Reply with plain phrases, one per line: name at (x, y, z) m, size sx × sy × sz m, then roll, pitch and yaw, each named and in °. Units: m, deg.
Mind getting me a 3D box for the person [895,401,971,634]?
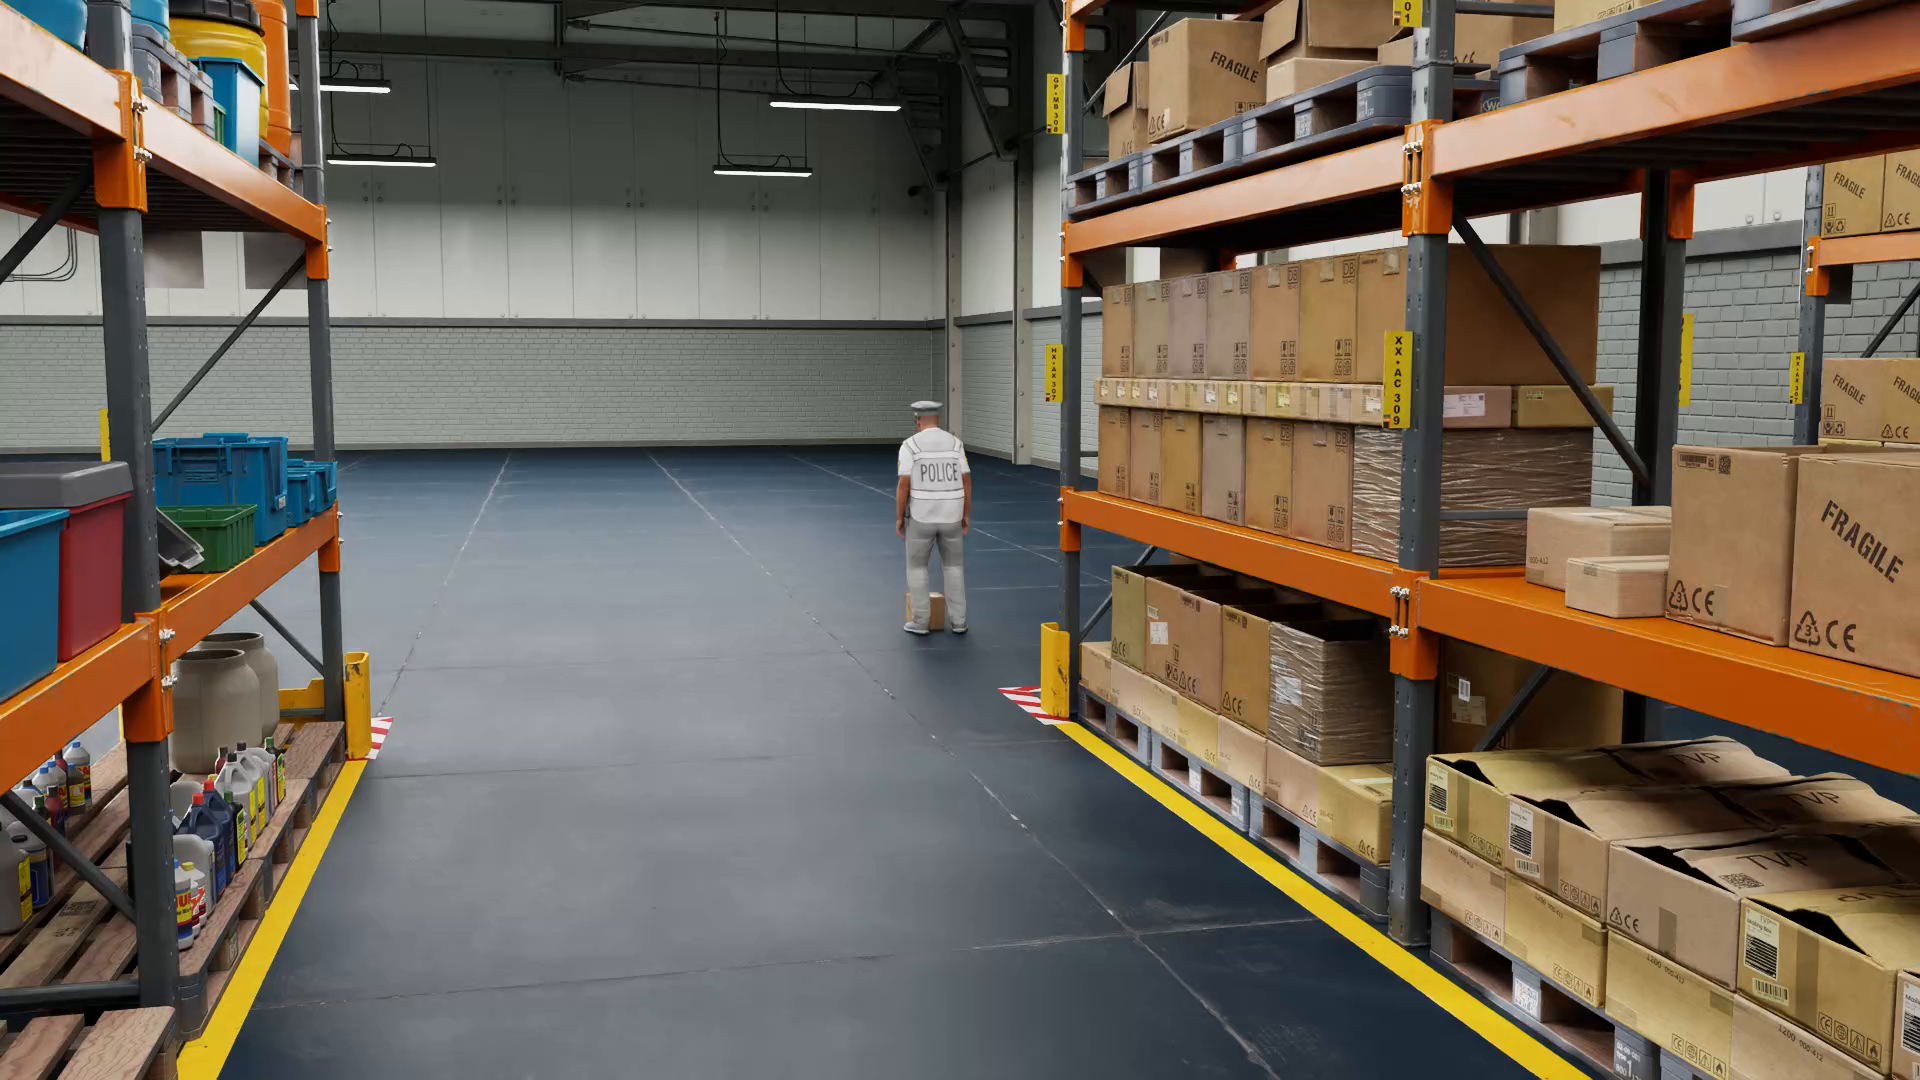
person at (-0.197, -0.168, 12.491) m, size 0.604 × 1.747 × 0.437 m, roll -2°, pitch 6°, yaw -17°
